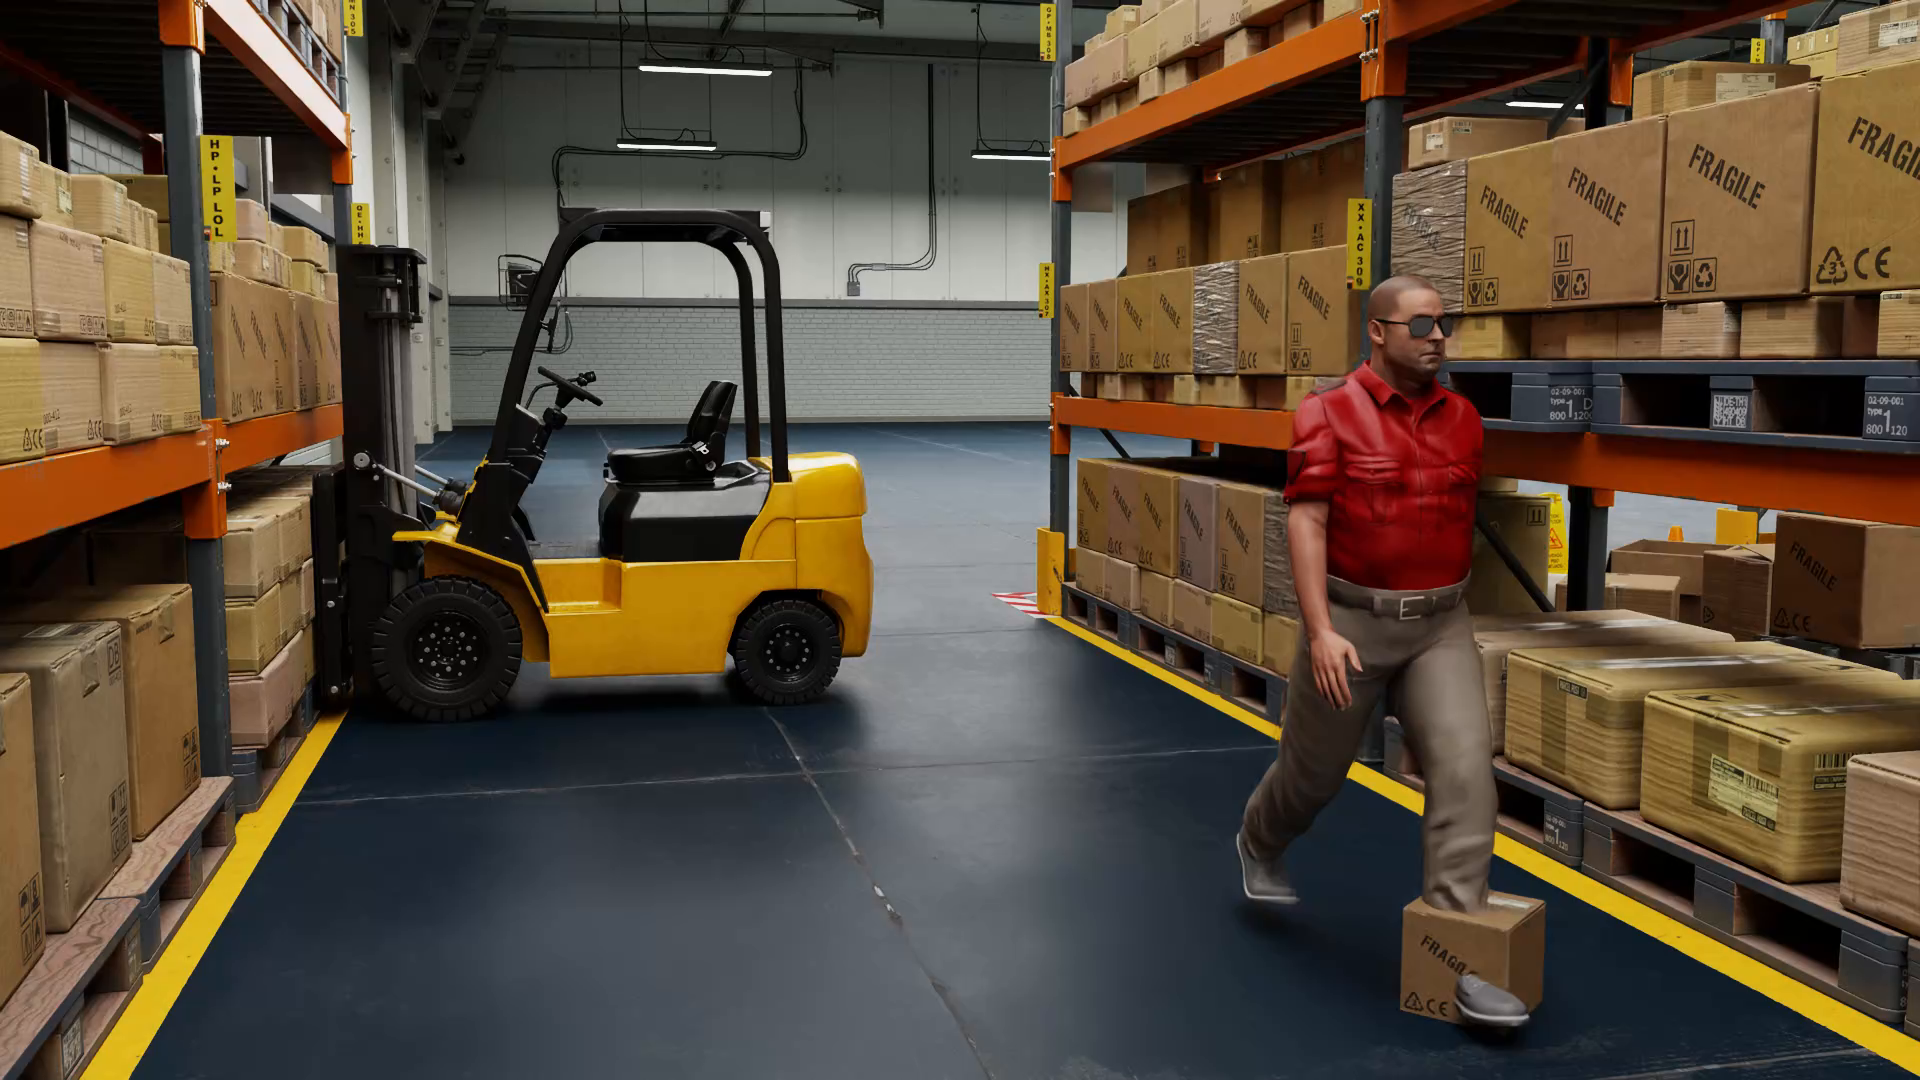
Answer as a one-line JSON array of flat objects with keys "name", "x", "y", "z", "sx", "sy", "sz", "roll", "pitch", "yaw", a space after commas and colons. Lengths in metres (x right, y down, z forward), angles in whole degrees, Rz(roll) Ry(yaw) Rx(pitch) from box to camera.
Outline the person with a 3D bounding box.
[{"name": "person", "x": 1.013, "y": 0.209, "z": 4.026, "sx": 0.536, "sy": 1.674, "sz": 1.071, "roll": -1, "pitch": 6, "yaw": -11}]
